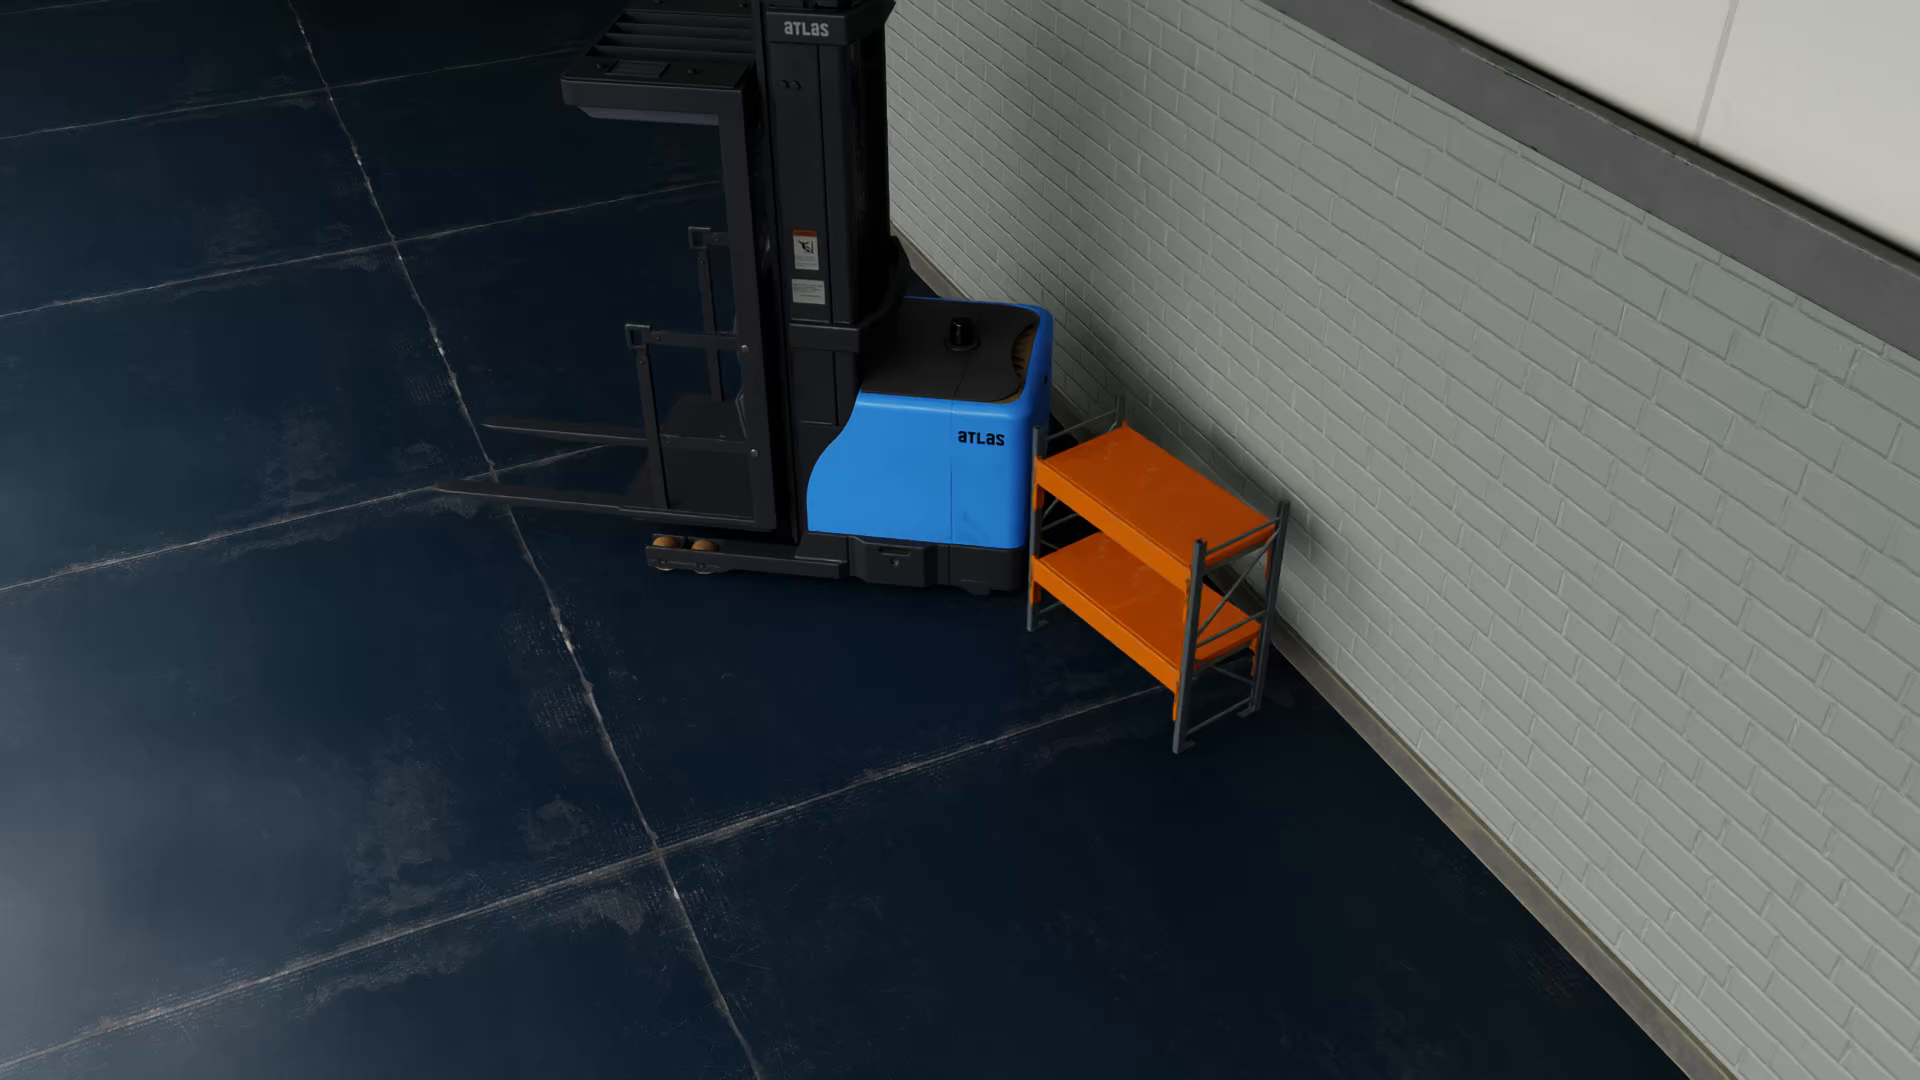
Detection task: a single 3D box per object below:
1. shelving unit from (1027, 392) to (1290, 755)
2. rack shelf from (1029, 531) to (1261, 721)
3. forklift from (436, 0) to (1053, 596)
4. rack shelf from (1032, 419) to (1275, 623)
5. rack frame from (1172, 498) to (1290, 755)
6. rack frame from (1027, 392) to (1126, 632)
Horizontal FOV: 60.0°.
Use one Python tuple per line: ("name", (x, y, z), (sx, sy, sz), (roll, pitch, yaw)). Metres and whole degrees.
("shelving unit", (0.825, 0.132, 7.271), (0.538, 1.125, 1.048), (-24, 43, -28))
("rack shelf", (0.825, 0.328, 7.417), (0.538, 0.278, 1.000), (-24, 43, -28))
("forklift", (-1.093, -1.313, 7.704), (3.031, 2.935, 1.130), (5, 37, 7))
("rack shelf", (0.825, -0.103, 7.097), (0.538, 0.278, 1.000), (-24, 43, -28))
("rack frame", (1.125, 0.376, 6.941), (0.500, 1.125, 0.032), (-24, 43, -28))
("rack frame", (0.525, -0.113, 7.601), (0.500, 1.125, 0.032), (-24, 43, -28))
